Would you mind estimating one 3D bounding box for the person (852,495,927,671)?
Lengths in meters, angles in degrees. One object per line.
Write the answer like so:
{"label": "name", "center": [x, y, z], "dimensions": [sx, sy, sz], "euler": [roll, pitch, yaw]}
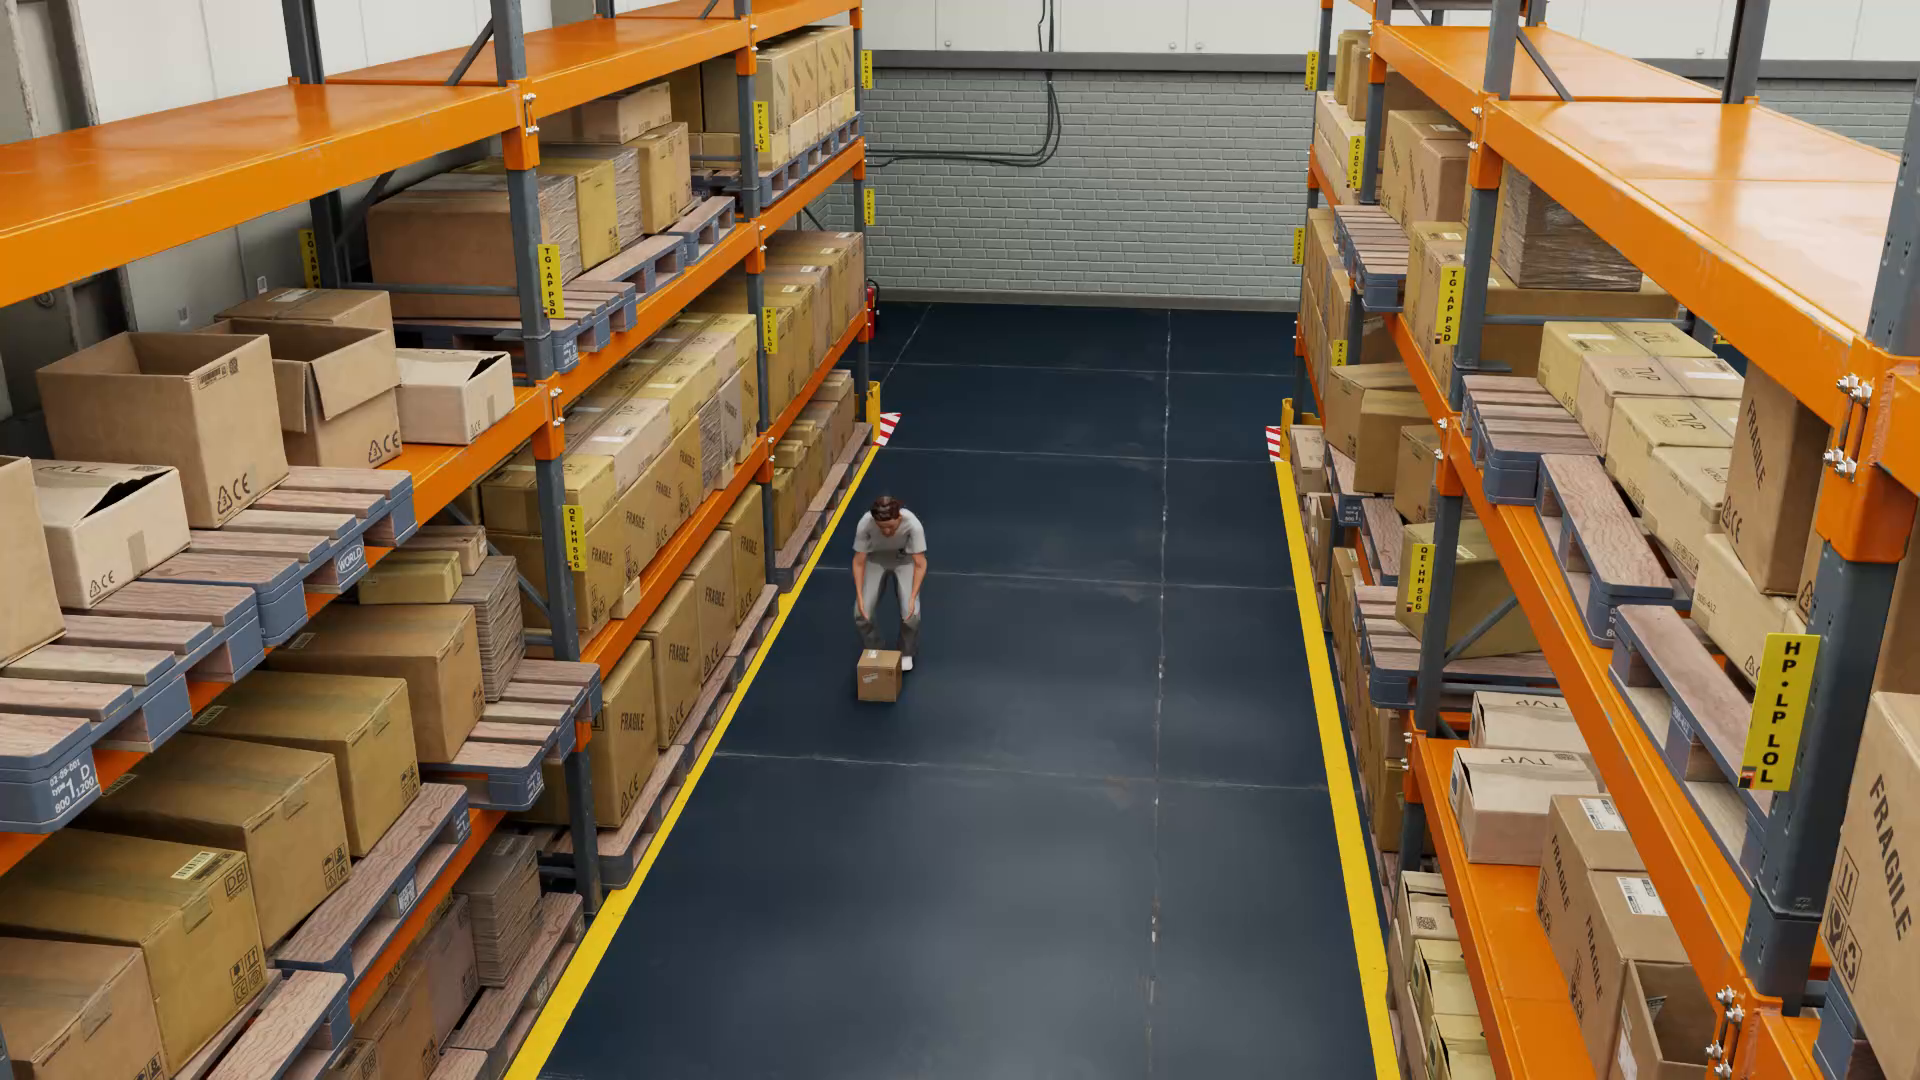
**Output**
{"label": "person", "center": [-0.448, 0.247, 10.970], "dimensions": [0.493, 1.304, 0.683], "euler": [3, 21, 6]}
